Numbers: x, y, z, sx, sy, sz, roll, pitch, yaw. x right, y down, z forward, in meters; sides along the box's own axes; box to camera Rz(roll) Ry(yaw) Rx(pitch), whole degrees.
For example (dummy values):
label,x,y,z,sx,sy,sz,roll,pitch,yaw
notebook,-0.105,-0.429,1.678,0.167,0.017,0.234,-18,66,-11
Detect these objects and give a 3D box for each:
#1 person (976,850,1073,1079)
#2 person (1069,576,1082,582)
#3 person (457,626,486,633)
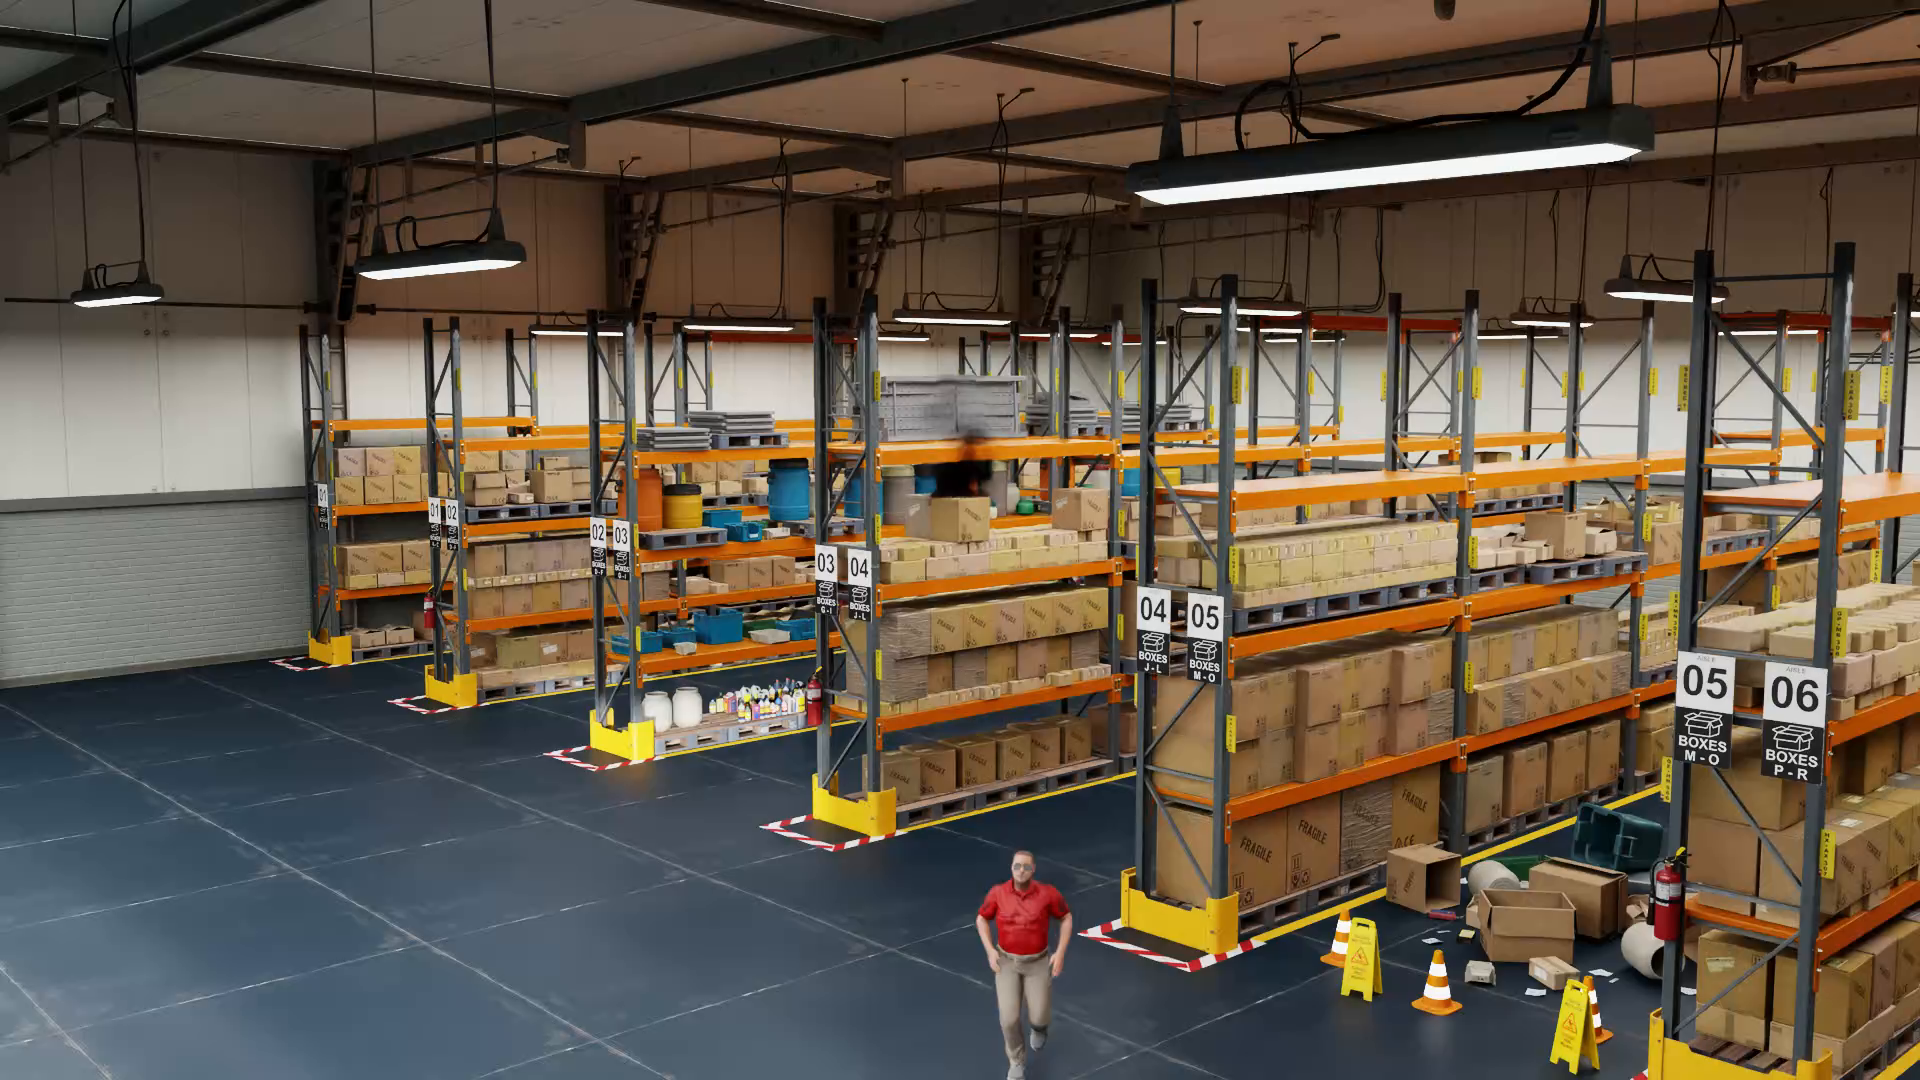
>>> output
label,x,y,z,sx,sy,sz,roll,pitch,yaw
person,0.471,3.092,12.235,0.710,1.671,0.610,1,6,5
person,2.336,0.959,32.690,0.657,1.756,0.952,5,7,39
person,-8.144,1.511,28.210,0.603,1.643,0.593,4,7,33
